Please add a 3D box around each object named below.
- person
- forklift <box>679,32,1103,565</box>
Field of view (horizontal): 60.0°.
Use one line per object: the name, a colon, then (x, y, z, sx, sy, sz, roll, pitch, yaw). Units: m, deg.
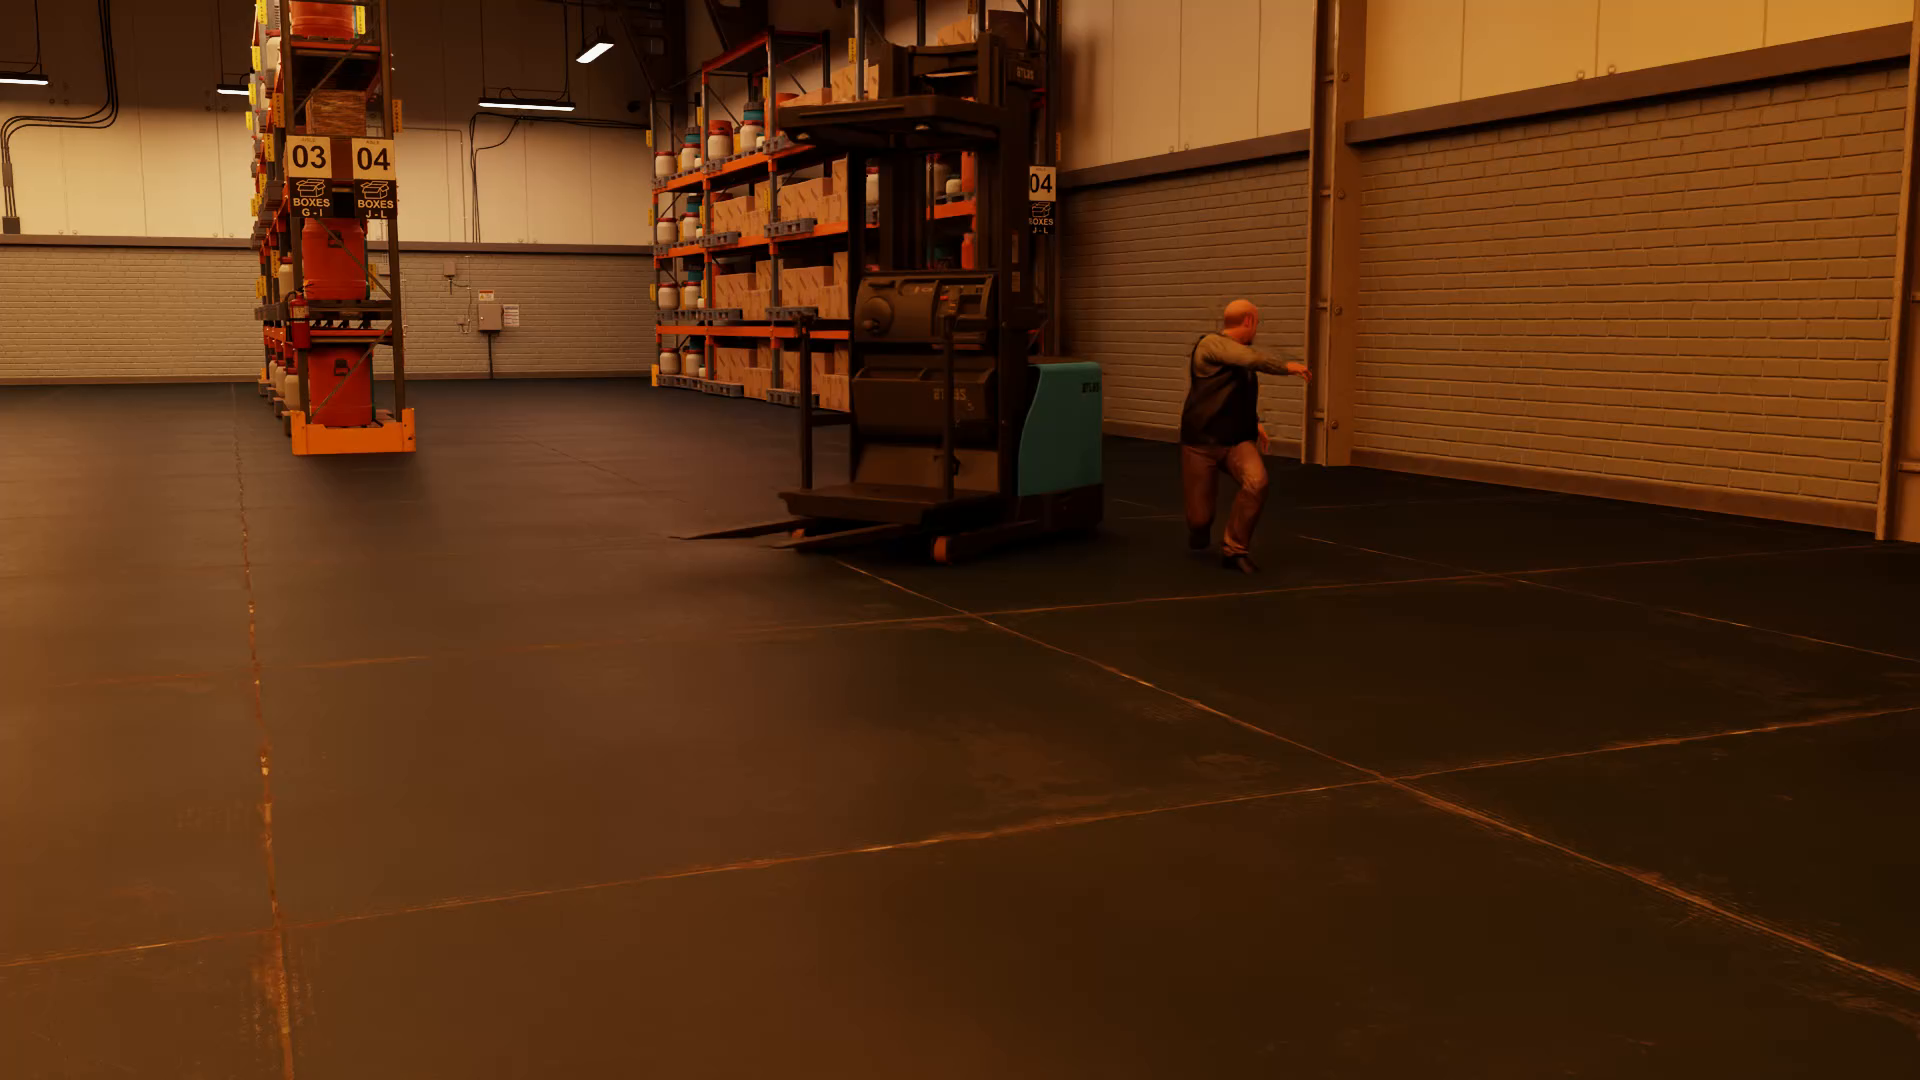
person: (1.543, -0.573, 9.174, 0.730, 1.494, 0.956, -3, 8, -20)
forklift: (-0.329, -1.385, 9.443, 1.130, 2.935, 3.031, 5, 9, 33)
